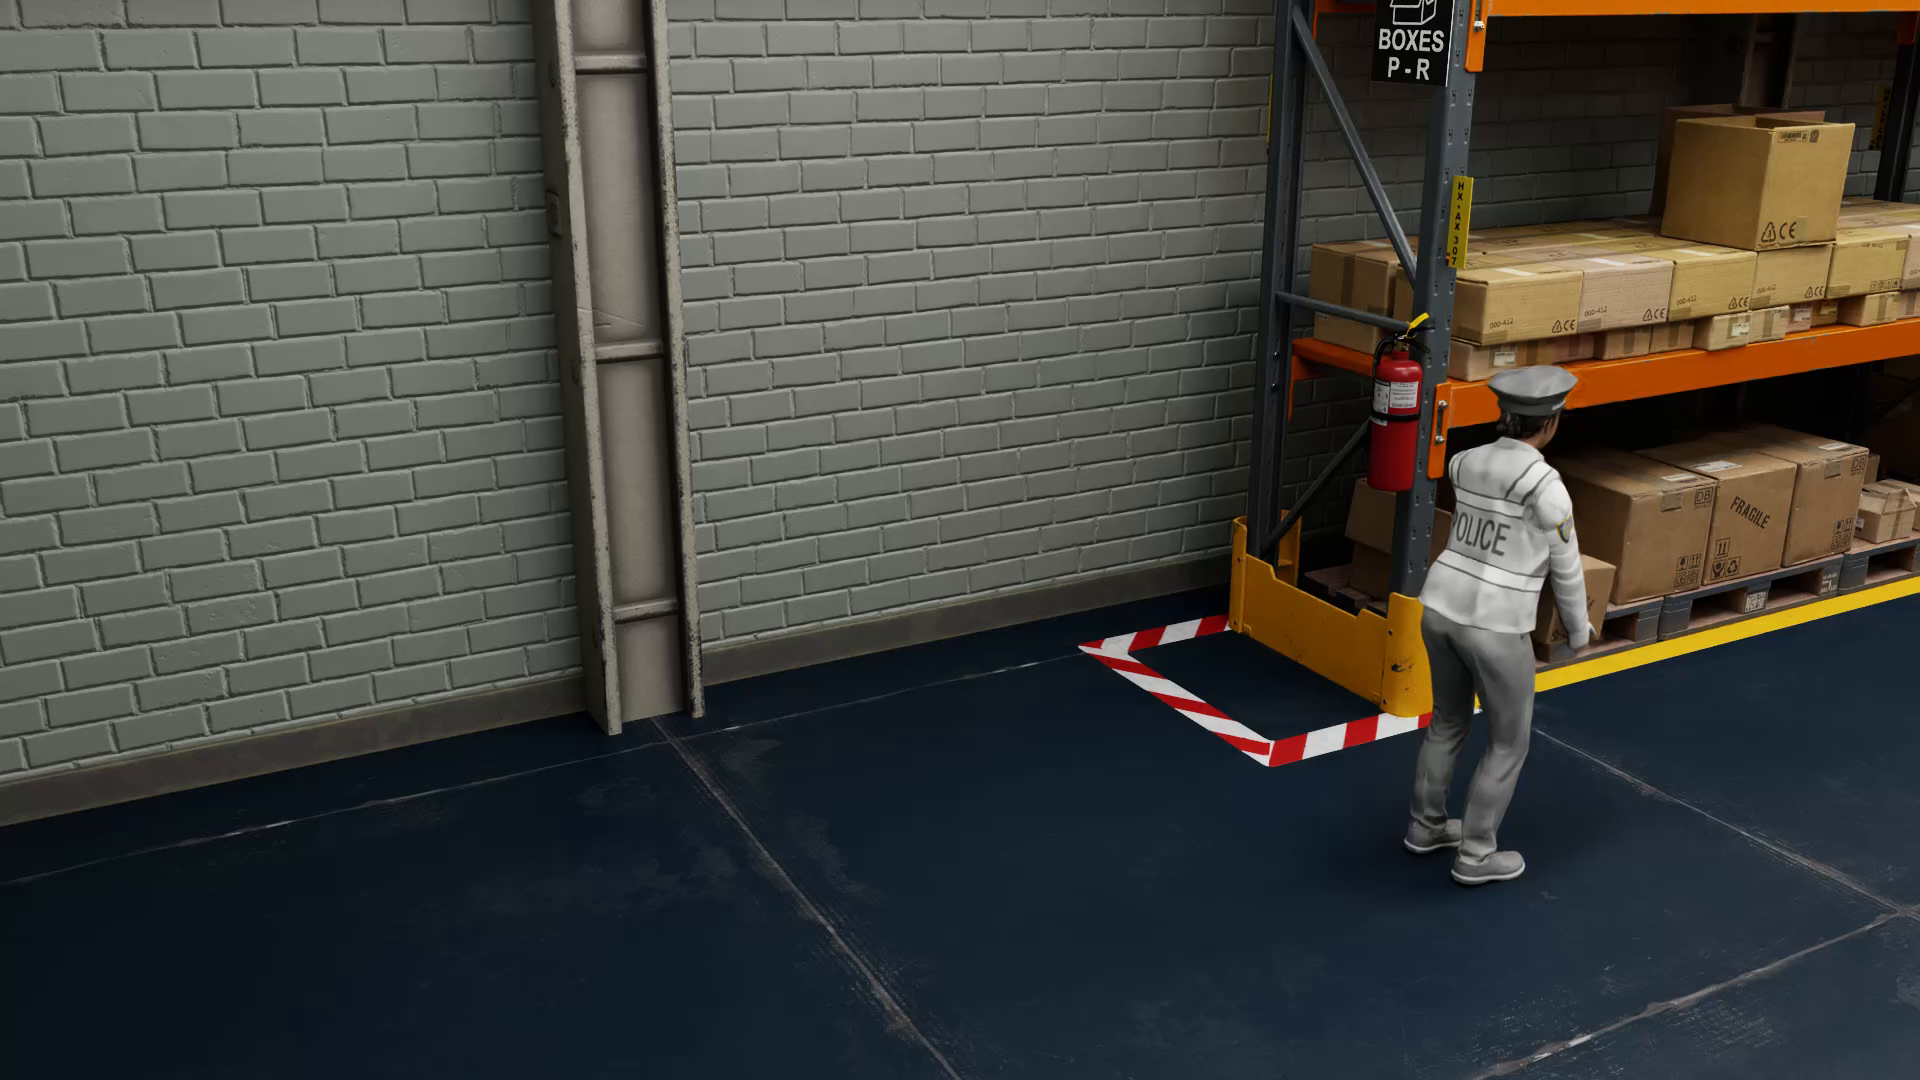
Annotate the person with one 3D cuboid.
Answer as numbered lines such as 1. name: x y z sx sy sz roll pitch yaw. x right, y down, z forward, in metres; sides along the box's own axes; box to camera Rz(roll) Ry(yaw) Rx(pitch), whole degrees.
1. person: 14.346 -1.983 5.366 23.324 5.875 11.419 -10 21 -28
